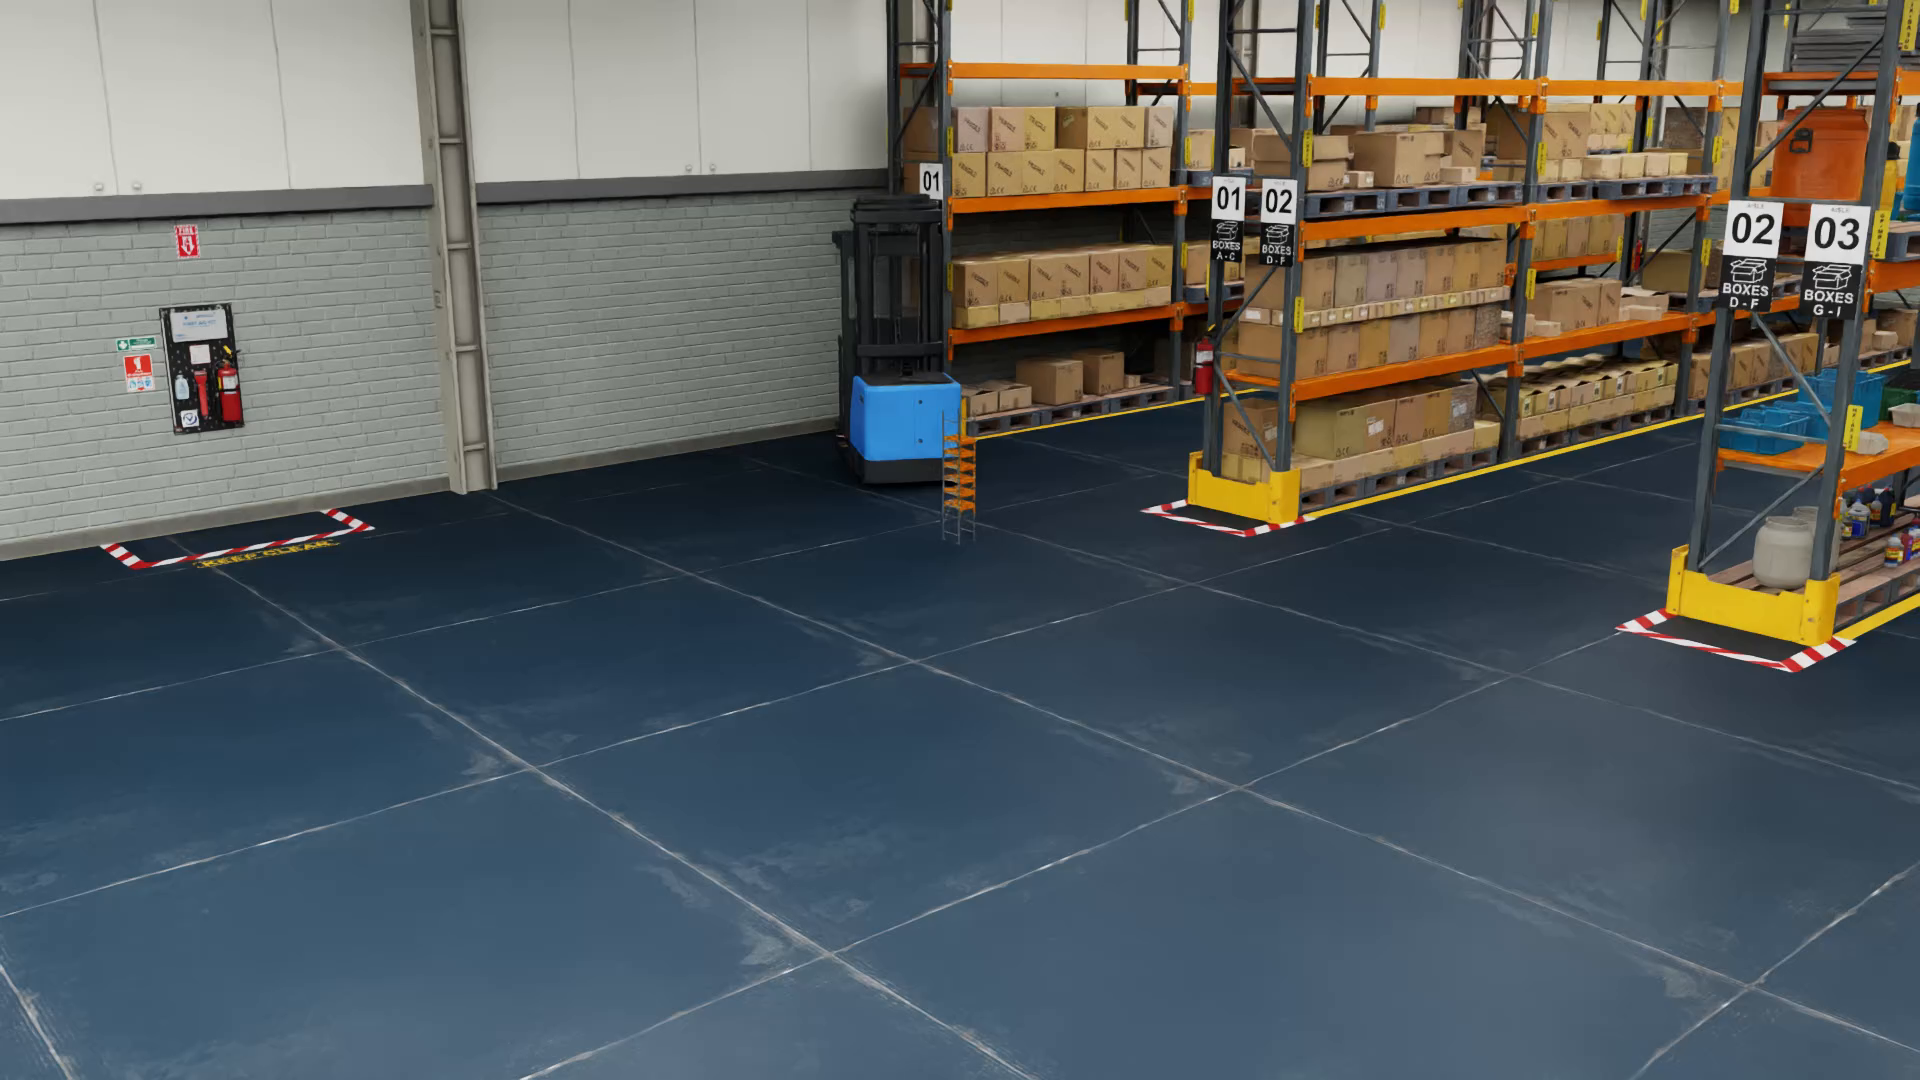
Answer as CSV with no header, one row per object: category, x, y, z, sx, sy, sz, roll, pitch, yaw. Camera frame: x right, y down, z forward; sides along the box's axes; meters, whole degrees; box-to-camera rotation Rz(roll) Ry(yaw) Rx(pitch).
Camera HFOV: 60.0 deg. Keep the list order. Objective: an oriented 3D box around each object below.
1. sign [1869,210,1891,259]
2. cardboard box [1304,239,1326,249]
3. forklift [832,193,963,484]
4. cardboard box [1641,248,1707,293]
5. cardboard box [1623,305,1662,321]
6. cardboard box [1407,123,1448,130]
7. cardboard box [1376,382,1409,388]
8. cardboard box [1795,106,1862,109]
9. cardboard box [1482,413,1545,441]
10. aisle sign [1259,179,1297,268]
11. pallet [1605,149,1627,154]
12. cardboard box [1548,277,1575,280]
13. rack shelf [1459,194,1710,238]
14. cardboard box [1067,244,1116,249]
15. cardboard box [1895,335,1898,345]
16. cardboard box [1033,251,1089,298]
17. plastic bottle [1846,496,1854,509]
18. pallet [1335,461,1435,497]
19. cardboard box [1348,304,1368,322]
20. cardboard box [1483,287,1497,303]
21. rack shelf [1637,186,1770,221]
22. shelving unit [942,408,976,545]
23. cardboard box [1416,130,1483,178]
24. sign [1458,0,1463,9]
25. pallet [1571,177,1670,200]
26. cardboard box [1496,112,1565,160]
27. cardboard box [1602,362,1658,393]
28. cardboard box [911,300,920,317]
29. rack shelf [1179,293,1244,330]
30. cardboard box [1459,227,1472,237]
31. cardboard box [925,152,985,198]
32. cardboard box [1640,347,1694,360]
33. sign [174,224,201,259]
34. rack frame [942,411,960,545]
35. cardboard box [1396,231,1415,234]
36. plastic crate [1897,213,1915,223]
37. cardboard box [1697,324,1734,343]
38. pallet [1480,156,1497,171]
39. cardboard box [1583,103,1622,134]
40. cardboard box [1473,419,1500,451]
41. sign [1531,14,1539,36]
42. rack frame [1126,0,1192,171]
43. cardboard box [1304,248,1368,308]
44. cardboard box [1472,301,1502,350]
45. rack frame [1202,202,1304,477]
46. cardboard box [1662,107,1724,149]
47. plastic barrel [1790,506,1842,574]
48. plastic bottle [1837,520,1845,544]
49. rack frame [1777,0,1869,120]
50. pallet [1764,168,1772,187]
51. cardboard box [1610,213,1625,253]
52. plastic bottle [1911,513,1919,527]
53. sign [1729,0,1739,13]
sign,6.390,-2.121,11.550,0.005,0.325,0.100,-13,19,-39
cardboard box,4.812,-4.139,23.887,0.700,0.500,0.500,14,20,42
forklift,-0.792,-2.330,18.295,1.130,2.935,3.031,-3,15,-12
cardboard box,9.220,-3.476,21.442,0.700,0.500,0.500,8,17,28
cardboard box,8.322,-2.768,20.289,0.250,0.149,0.380,-13,19,-39
cardboard box,7.048,-6.140,25.567,0.500,0.500,0.700,-13,20,-39
cardboard box,4.491,-1.468,17.995,0.500,0.500,0.500,-13,19,-39
cardboard box,12.178,-5.844,23.372,0.500,0.500,0.700,-13,19,-39
cardboard box,6.268,-1.313,18.867,0.500,0.250,0.500,-13,20,-41
aisle sign,2.935,-2.926,15.354,0.004,0.787,0.394,-13,19,-39
pallet,11.046,-6.694,28.856,1.213,0.211,1.003,-13,19,-39
cardboard box,10.529,-4.517,29.122,0.250,0.149,0.380,-12,19,-39
rack shelf,7.310,-3.859,19.465,4.000,0.370,1.077,-13,19,-39
cardboard box,1.662,-3.556,21.548,0.500,0.500,0.500,-13,20,-40
cardboard box,14.241,-3.104,25.695,0.250,0.166,0.380,-13,19,-39
cardboard box,1.241,-3.284,20.531,0.500,0.500,0.500,-12,19,-38
plastic bottle,7.874,-0.246,14.769,0.133,0.283,0.061,-12,19,-37
pallet,4.253,-0.737,17.599,1.213,0.211,1.003,-13,19,-39
cardboard box,3.799,-2.257,16.435,0.250,0.149,0.380,-13,20,-40
cardboard box,5.549,-2.651,17.911,0.250,0.149,0.380,-13,20,-41
rack shelf,10.327,-4.536,22.002,4.000,0.370,1.077,-13,19,-39
shelving unit,-0.011,-0.577,15.086,0.189,1.200,0.258,-13,19,-39
cardboard box,5.248,-4.152,17.892,0.500,0.500,0.500,-11,18,-35
sign,5.436,-5.910,17.974,0.005,0.325,0.100,-13,19,-39
pallet,7.524,-4.132,19.458,1.213,0.211,1.003,-12,19,-37
cardboard box,6.292,-4.457,18.335,0.500,0.500,0.500,-12,19,-39
cardboard box,8.197,-2.015,20.410,0.500,0.311,0.500,-13,20,-40
cardboard box,-0.246,-2.759,20.017,0.500,0.250,0.500,-12,19,-39
rack shelf,4.055,-3.373,23.460,4.000,0.370,1.077,-13,19,-39
cardboard box,7.636,-4.640,25.999,0.500,0.500,0.500,-13,19,-39
cardboard box,-0.055,-4.220,19.190,0.500,0.500,0.500,-12,19,-38
cardboard box,9.370,-2.305,22.058,0.500,0.500,0.500,-12,19,-37
sign,-6.998,-2.702,15.060,0.199,0.298,0.001,-13,19,-39
rack frame,-0.080,-0.562,15.028,0.006,1.200,0.240,-13,19,-39
cardboard box,6.481,-4.742,24.927,0.500,0.250,0.500,-13,20,-40
plastic crate,7.681,-2.586,13.717,0.450,0.188,0.336,-13,19,-39
cardboard box,10.179,-2.852,22.652,0.500,0.250,0.500,-13,20,-40
pallet,7.922,-5.929,26.193,1.217,0.209,0.805,-14,20,-42
cardboard box,10.841,-7.145,28.205,0.500,0.500,0.500,-12,19,-38
cardboard box,5.595,-1.172,18.338,0.500,0.250,0.500,-13,19,-39
sign,8.947,-8.022,25.880,0.005,0.325,0.100,-13,19,-39
rack frame,2.546,-6.280,21.325,0.127,3.000,1.000,-13,19,-39
cardboard box,3.577,-2.592,16.432,0.500,0.500,0.700,-13,20,-41
cardboard box,5.471,-2.390,18.192,0.500,0.500,0.700,-13,20,-41
rack frame,2.784,-1.741,15.954,0.127,3.000,1.000,-13,19,-39
cardboard box,9.152,-5.149,20.771,0.500,0.500,0.500,-13,19,-39
plastic barrel,6.857,0.012,13.400,0.421,0.512,0.421,0,15,0
plastic bottle,7.539,-0.073,14.279,0.097,0.201,0.097,0,15,0
rack frame,11.836,-6.672,22.791,0.127,3.000,1.000,-13,19,-39
pallet,10.518,-4.859,22.179,1.003,0.211,1.213,-13,19,-39
cardboard box,11.221,-5.471,29.340,0.700,0.700,0.980,-12,19,-37
plastic bottle,8.169,-0.095,14.204,0.133,0.283,0.061,-13,19,-39
sign,9.186,-6.415,19.711,0.005,0.325,0.100,-13,19,-39
